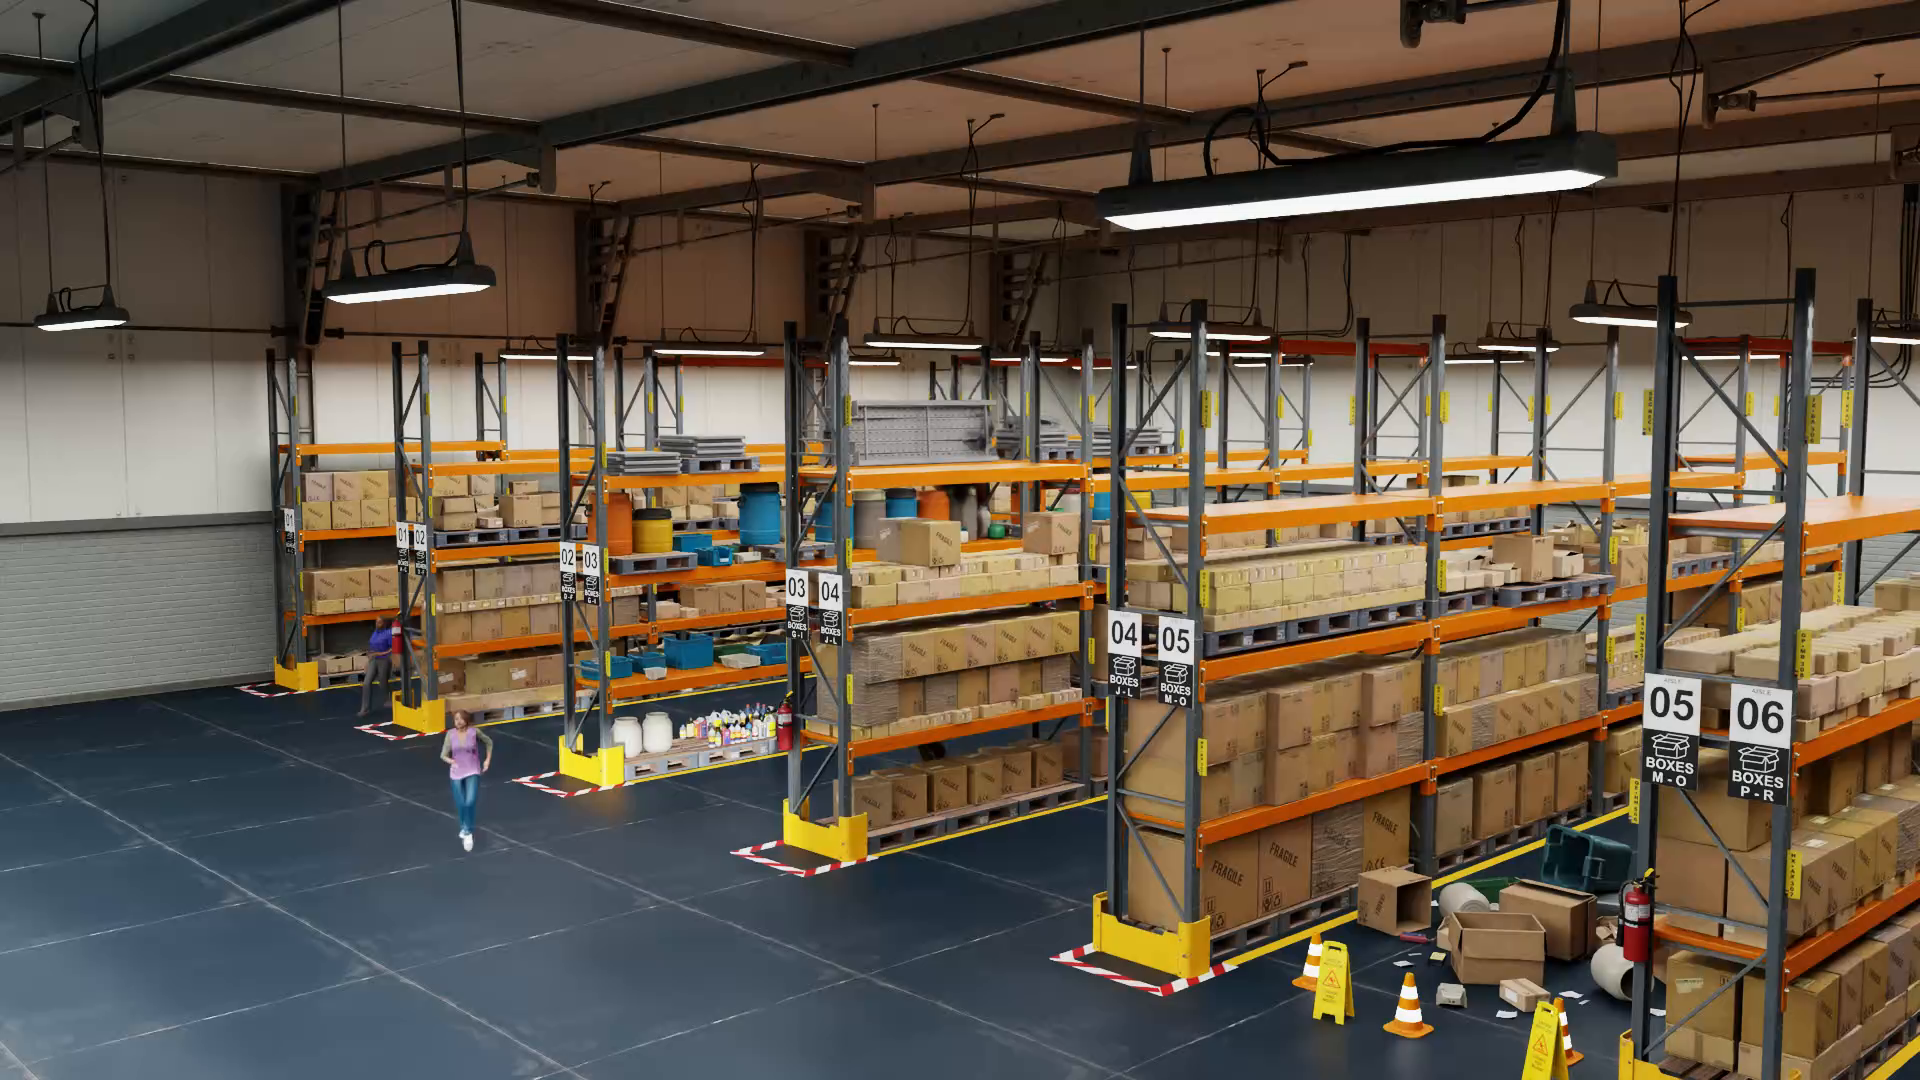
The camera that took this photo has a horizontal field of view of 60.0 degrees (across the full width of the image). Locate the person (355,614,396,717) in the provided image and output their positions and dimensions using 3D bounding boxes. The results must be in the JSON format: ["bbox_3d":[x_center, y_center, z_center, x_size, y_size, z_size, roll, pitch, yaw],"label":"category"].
[{"bbox_3d":[-9.356,2.025,27.050,0.594,1.659,0.869,2,5,24],"label":"person"}]

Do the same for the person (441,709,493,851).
[{"bbox_3d":[-5.673,2.742,19.104,0.546,1.595,0.690,-1,5,-6],"label":"person"}]

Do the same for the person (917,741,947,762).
[{"bbox_3d":[-0.456,2.336,22.645,0.703,1.729,0.651,3,6,33],"label":"person"}]
